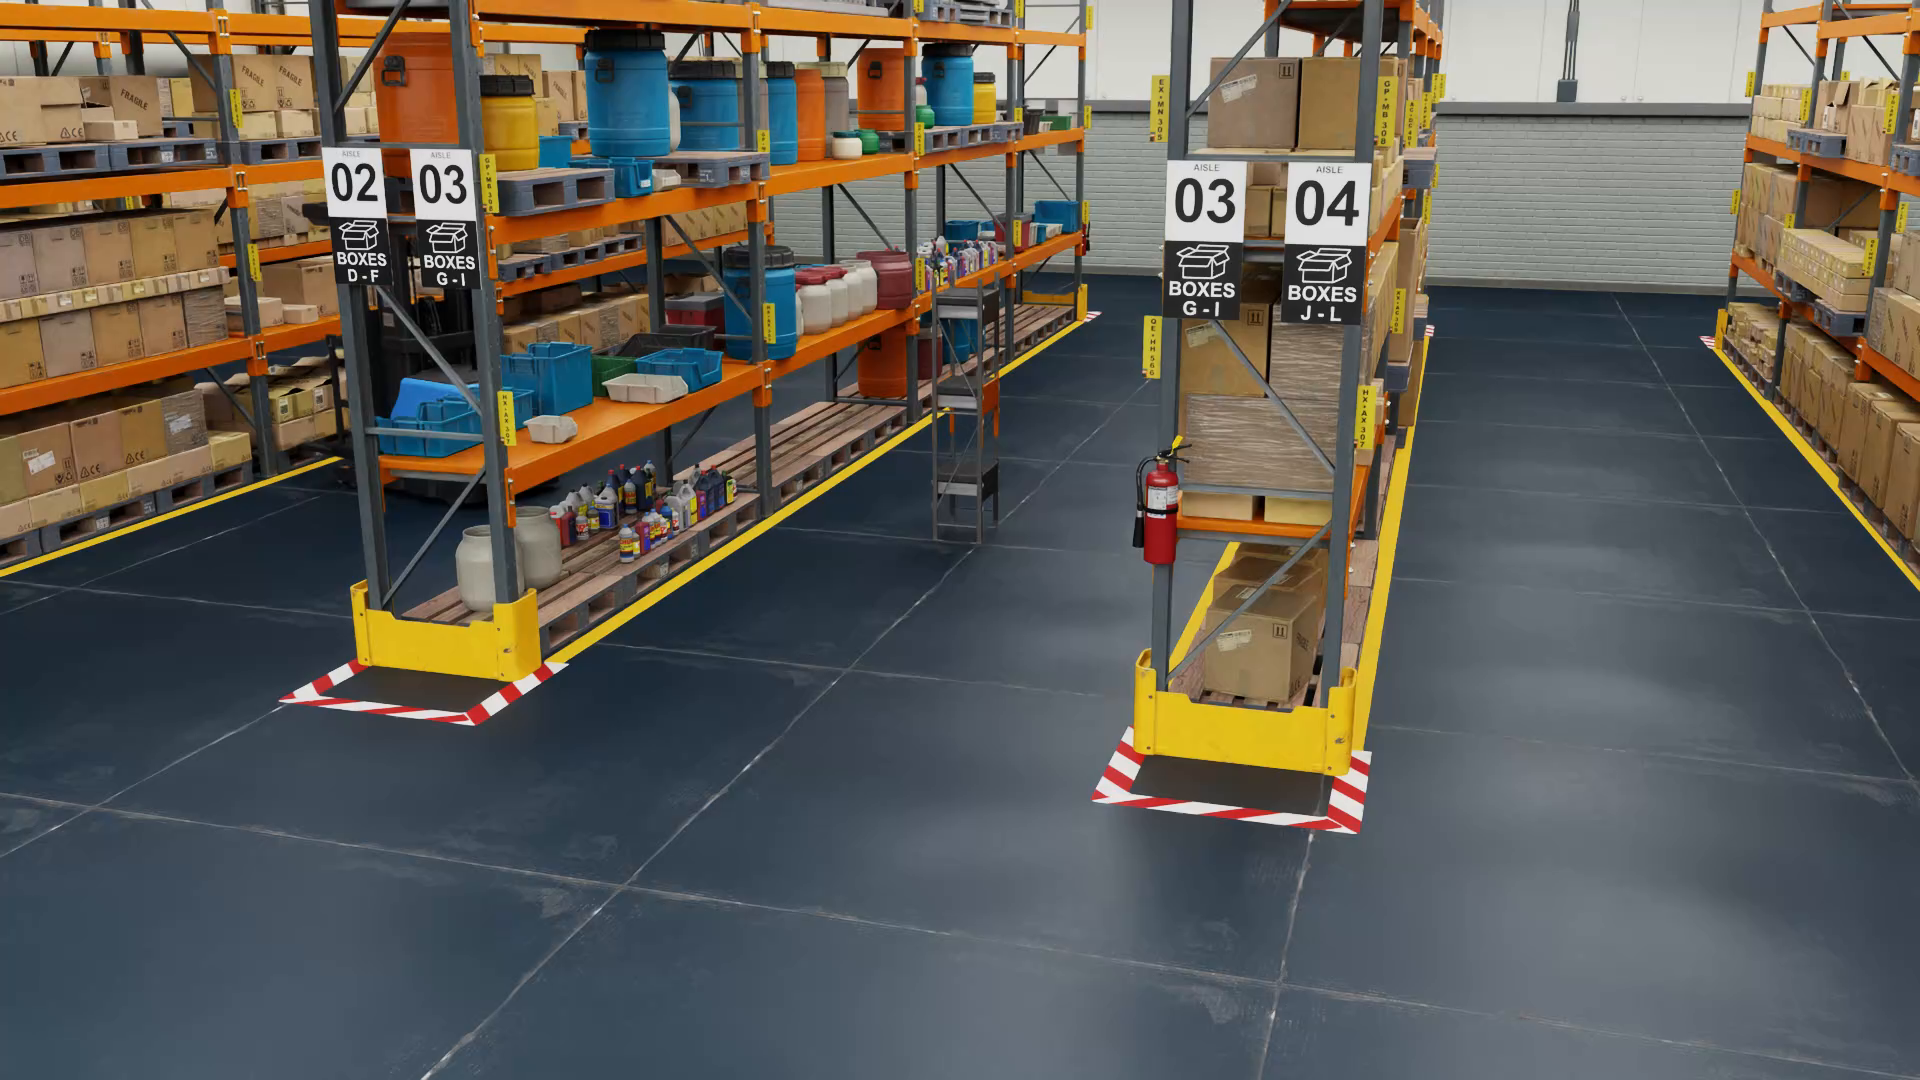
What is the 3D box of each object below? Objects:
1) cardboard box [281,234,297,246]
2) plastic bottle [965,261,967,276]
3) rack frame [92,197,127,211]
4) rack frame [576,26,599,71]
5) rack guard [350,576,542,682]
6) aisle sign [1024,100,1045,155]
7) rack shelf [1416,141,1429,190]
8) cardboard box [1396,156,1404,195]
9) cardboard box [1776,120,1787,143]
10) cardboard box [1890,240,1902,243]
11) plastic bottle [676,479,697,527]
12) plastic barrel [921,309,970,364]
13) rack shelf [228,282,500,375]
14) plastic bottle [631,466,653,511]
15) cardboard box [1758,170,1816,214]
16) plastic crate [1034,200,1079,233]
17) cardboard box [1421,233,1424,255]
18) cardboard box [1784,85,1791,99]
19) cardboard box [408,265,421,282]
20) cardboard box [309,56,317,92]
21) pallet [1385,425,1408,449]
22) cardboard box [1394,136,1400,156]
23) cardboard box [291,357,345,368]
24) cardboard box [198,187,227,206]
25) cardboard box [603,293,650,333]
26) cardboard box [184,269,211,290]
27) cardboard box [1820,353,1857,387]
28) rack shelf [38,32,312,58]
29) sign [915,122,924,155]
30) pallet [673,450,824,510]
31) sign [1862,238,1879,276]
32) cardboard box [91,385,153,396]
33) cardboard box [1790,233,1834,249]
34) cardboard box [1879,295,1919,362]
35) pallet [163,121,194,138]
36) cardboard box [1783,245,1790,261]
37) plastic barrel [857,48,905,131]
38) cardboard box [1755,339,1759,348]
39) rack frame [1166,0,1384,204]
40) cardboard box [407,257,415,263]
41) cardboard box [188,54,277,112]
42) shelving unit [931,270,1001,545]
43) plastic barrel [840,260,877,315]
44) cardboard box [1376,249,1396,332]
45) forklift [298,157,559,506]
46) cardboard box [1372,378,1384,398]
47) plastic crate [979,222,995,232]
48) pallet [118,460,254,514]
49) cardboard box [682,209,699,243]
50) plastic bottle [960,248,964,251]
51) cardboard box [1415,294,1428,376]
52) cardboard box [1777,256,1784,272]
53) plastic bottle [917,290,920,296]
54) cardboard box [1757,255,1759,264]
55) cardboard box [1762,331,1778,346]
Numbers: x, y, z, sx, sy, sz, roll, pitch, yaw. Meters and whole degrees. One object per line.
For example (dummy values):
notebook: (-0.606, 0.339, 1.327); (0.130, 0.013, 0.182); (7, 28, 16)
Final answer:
cardboard box: (-9.313, -4.113, 22.755); (0.380, 0.149, 0.250); (5, 16, 16)
plastic bottle: (0.035, -3.192, 19.451); (0.097, 0.201, 0.097); (0, 16, 0)
rack frame: (-10.441, -3.493, 20.149); (1.000, 3.000, 0.127); (5, 16, 16)
rack frame: (-4.553, -7.043, 21.669); (1.000, 3.000, 0.127); (5, 16, 16)
rack guard: (-3.239, 0.547, 10.485); (1.175, 0.500, 0.348); (5, 16, 16)
aisle sign: (1.067, -6.111, 24.612); (0.394, 0.787, 0.004); (5, 16, 16)
rack shelf: (4.375, -3.961, 17.620); (1.077, 0.370, 4.000); (5, 16, 16)
cardboard box: (2.791, -2.526, 11.516); (0.500, 0.250, 0.500); (5, 17, 18)
cardboard box: (9.847, -4.759, 19.390); (0.500, 0.250, 0.500); (4, 16, 15)
cardboard box: (9.445, -2.953, 16.845); (0.380, 0.149, 0.250); (4, 16, 14)
plastic bottle: (-2.132, -0.290, 12.905); (0.144, 0.351, 0.185); (5, 16, 16)
plastic barrel: (-0.178, -2.638, 20.209); (0.600, 0.901, 0.708); (5, 16, 16)
rack shelf: (-6.259, -2.241, 17.052); (1.077, 0.370, 4.000); (5, 16, 16)
plastic bottle: (-2.568, -0.426, 13.382); (0.144, 0.351, 0.185); (5, 16, 16)
cardboard box: (9.977, -4.198, 20.072); (0.500, 0.500, 0.500); (4, 16, 14)
plastic crate: (1.415, -4.762, 24.447); (0.616, 0.435, 0.499); (5, 16, 16)
cardboard box: (5.474, -3.691, 20.575); (0.500, 0.250, 0.500); (5, 16, 16)
cardboard box: (9.840, -5.223, 19.378); (0.380, 0.149, 0.250); (5, 16, 15)
cardboard box: (-6.130, -2.848, 18.038); (0.500, 0.311, 0.500); (4, 16, 15)
cardboard box: (-9.329, -6.723, 23.985); (0.500, 0.500, 0.500); (4, 16, 15)
pallet: (4.103, -1.200, 17.173); (1.003, 0.211, 1.213); (5, 16, 16)
cardboard box: (2.855, -2.750, 11.575); (0.380, 0.149, 0.250); (5, 17, 18)
cardboard box: (-6.554, -1.739, 17.206); (0.500, 0.311, 0.500); (4, 16, 15)
cardboard box: (-9.774, -4.426, 21.296); (0.500, 0.250, 0.500); (5, 17, 16)
cardboard box: (-4.419, -3.015, 22.235); (0.500, 0.500, 0.500); (5, 16, 16)
cardboard box: (-6.771, -2.272, 14.470); (0.380, 0.149, 0.250); (4, 16, 15)
cardboard box: (8.609, -1.623, 15.990); (0.500, 0.250, 0.500); (5, 17, 17)
rack shelf: (-9.872, -6.364, 21.328); (1.077, 0.370, 4.000); (5, 16, 16)
sign: (-0.413, -4.077, 16.902); (0.100, 0.325, 0.005); (5, 16, 16)
pallet: (-1.893, -0.546, 14.866); (1.003, 0.211, 1.213); (5, 16, 16)
sign: (8.010, -2.489, 14.630); (0.100, 0.325, 0.005); (5, 16, 16)
cardboard box: (-7.393, -1.075, 14.519); (0.500, 0.500, 0.500); (5, 16, 16)
cardboard box: (8.968, -3.136, 17.490); (0.380, 0.149, 0.250); (5, 17, 16)
cardboard box: (8.005, -1.748, 13.813); (0.500, 0.500, 0.500); (4, 16, 15)
pallet: (-9.994, -5.311, 21.406); (1.003, 0.211, 1.213); (5, 17, 18)
cardboard box: (9.045, -3.066, 17.786); (0.380, 0.149, 0.250); (4, 16, 15)
plastic barrel: (-0.778, -4.725, 17.438); (0.600, 0.830, 0.708); (5, 16, 16)
cardboard box: (9.893, -2.395, 20.187); (0.380, 0.149, 0.250); (4, 16, 13)
rack frame: (1.533, -3.134, 7.889); (1.000, 3.000, 0.127); (5, 16, 16)
cardboard box: (-8.573, -4.251, 25.443); (0.380, 0.149, 0.250); (4, 16, 14)
cardboard box: (-6.614, -4.156, 15.118); (0.500, 0.500, 0.500); (5, 17, 17)
shelving unit: (0.047, -1.053, 13.196); (0.431, 2.100, 0.503); (5, 16, 16)
plastic barrel: (-1.030, -2.493, 16.418); (0.421, 0.512, 0.421); (0, 16, 0)
cardboard box: (2.665, -1.697, 11.254); (0.500, 0.500, 0.500); (5, 16, 16)
forklift: (-5.092, -1.996, 14.995); (3.031, 2.935, 1.130); (11, 19, 34)
cardboard box: (2.891, -1.095, 12.152); (0.380, 0.149, 0.250); (5, 16, 16)
plastic crate: (0.486, -4.304, 23.205); (0.416, 0.233, 0.300); (5, 16, 16)
pallet: (-7.093, -0.518, 14.767); (1.003, 0.211, 1.213); (5, 16, 16)
cardboard box: (-4.005, -4.451, 23.343); (0.500, 0.500, 0.500); (5, 17, 17)
plastic bottle: (0.020, -3.359, 19.910); (0.097, 0.271, 0.097); (0, 16, 0)
cardboard box: (4.781, -2.399, 19.413); (1.225, 0.875, 0.875); (5, 16, 16)
cardboard box: (9.117, -2.990, 18.066); (0.380, 0.149, 0.250); (4, 16, 13)
plastic bottle: (-0.509, -2.754, 17.768); (0.152, 0.276, 0.135); (5, 16, 16)
cardboard box: (10.006, -3.431, 20.388); (0.380, 0.149, 0.250); (5, 17, 18)
cardboard box: (9.620, -2.342, 19.455); (0.380, 0.149, 0.250); (4, 16, 15)
